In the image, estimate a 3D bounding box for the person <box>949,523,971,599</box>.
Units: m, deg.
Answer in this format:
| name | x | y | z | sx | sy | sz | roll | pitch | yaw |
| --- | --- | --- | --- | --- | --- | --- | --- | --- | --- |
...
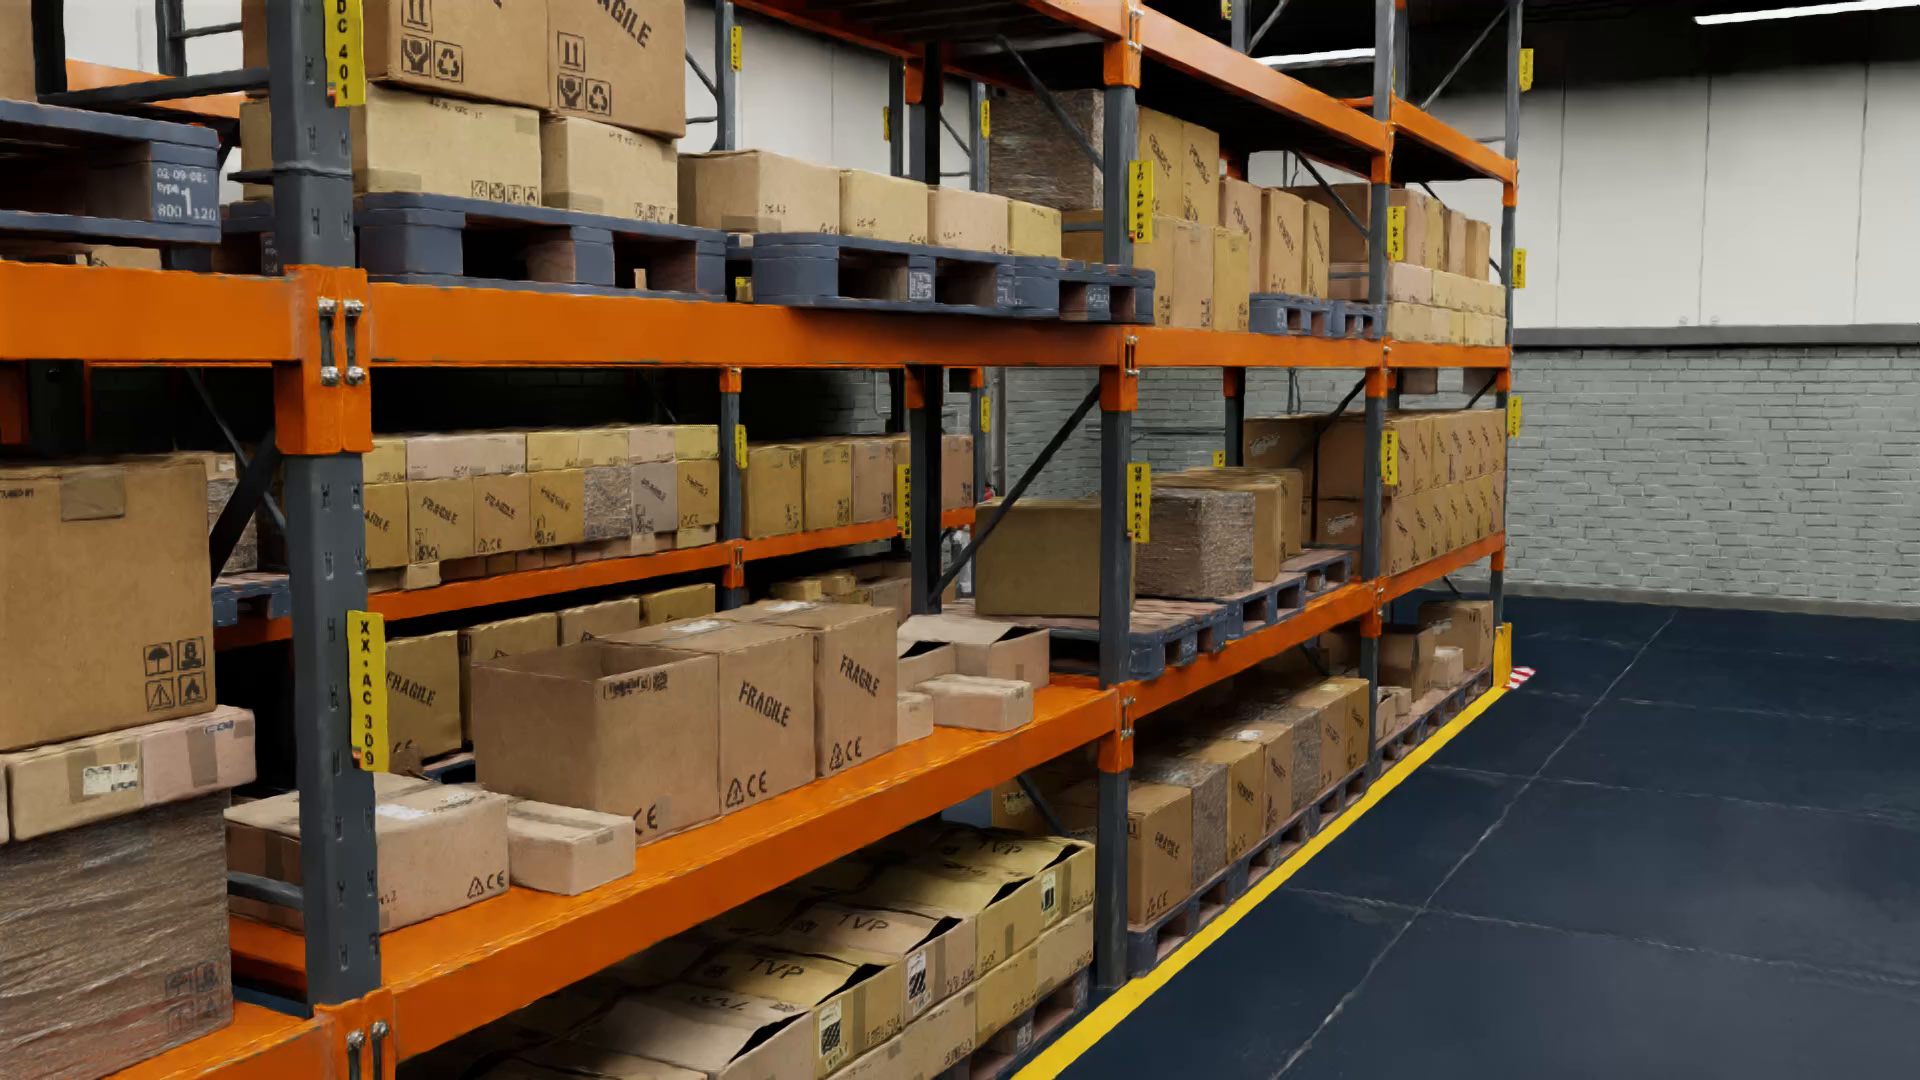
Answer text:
| name | x | y | z | sx | sy | sz | roll | pitch | yaw |
| --- | --- | --- | --- | --- | --- | --- | --- | --- | --- |
| person | 0.007 | -0.095 | 17.654 | 0.330 | 1.791 | 0.628 | 0 | 6 | -1 |
